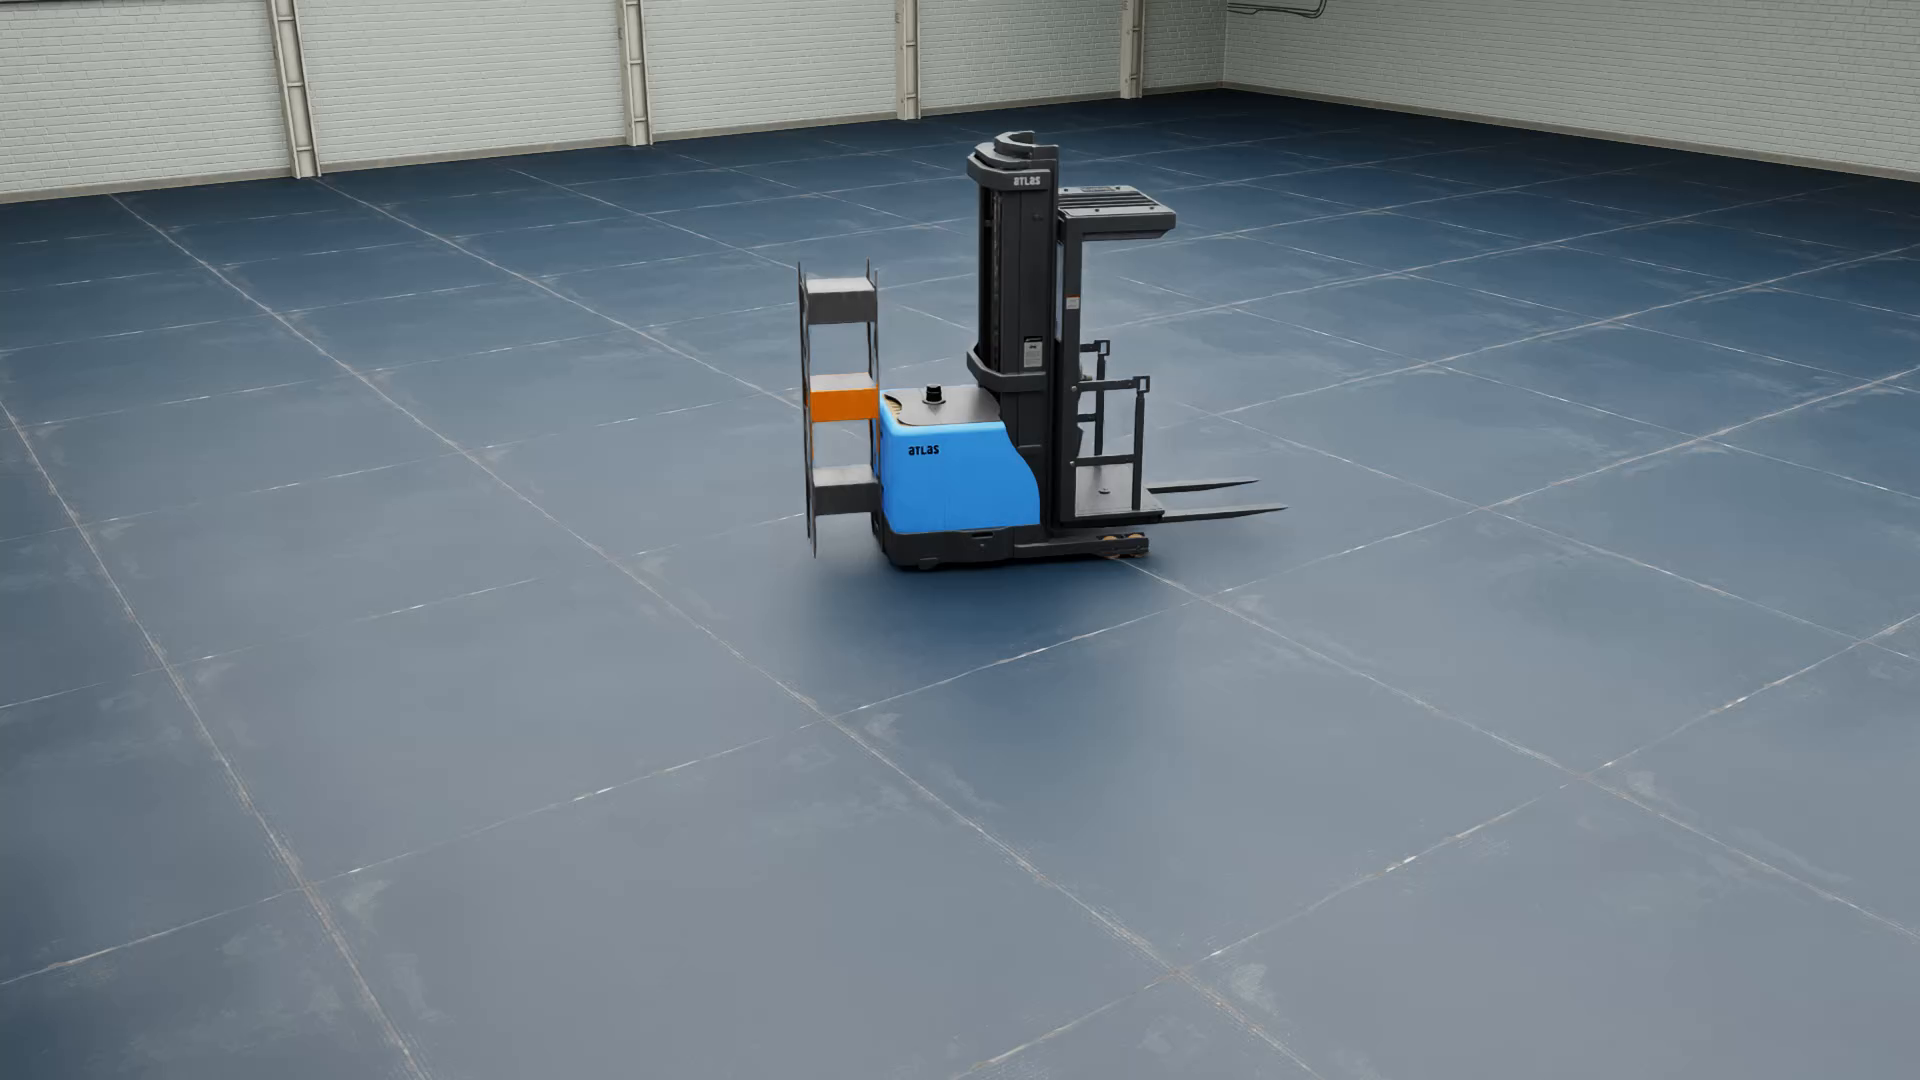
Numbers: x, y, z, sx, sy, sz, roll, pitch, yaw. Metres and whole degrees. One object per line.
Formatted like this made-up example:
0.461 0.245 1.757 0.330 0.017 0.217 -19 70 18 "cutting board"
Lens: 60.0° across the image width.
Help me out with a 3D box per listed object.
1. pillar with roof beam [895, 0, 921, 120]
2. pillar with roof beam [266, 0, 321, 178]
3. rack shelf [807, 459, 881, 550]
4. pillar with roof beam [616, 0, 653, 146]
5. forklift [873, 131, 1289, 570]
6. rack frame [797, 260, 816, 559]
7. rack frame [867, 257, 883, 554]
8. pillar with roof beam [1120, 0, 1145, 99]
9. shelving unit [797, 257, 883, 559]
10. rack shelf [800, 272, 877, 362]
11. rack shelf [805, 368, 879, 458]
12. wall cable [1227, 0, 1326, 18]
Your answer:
1.464 -11.494 29.058 0.400 9.000 9.100 -15 26 -33 "pillar with roof beam"
-8.277 -8.896 22.549 0.400 9.000 9.100 -15 26 -33 "pillar with roof beam"
-0.851 -0.263 12.147 0.480 0.518 0.431 -4 22 -11 "rack shelf"
-3.407 -10.195 25.804 0.400 9.000 9.100 -15 26 -33 "pillar with roof beam"
0.907 -1.407 11.968 3.031 2.935 1.130 -4 22 -11 "forklift"
-1.090 -0.907 11.837 0.015 2.100 0.400 -4 22 -11 "rack frame"
-0.612 -0.944 11.928 0.015 2.100 0.400 -4 22 -11 "rack frame"
6.334 -12.792 32.313 0.400 9.000 9.100 -15 26 -33 "pillar with roof beam"
-0.851 -0.926 11.883 0.503 2.100 0.431 -4 22 -11 "shelving unit"
-0.851 -1.563 11.628 0.480 0.518 0.431 -4 22 -11 "rack shelf"
-0.851 -0.913 11.888 0.480 0.518 0.431 -4 22 -11 "rack shelf"
6.984 -12.885 36.735 0.112 2.526 3.097 -15 26 -33 "wall cable"
